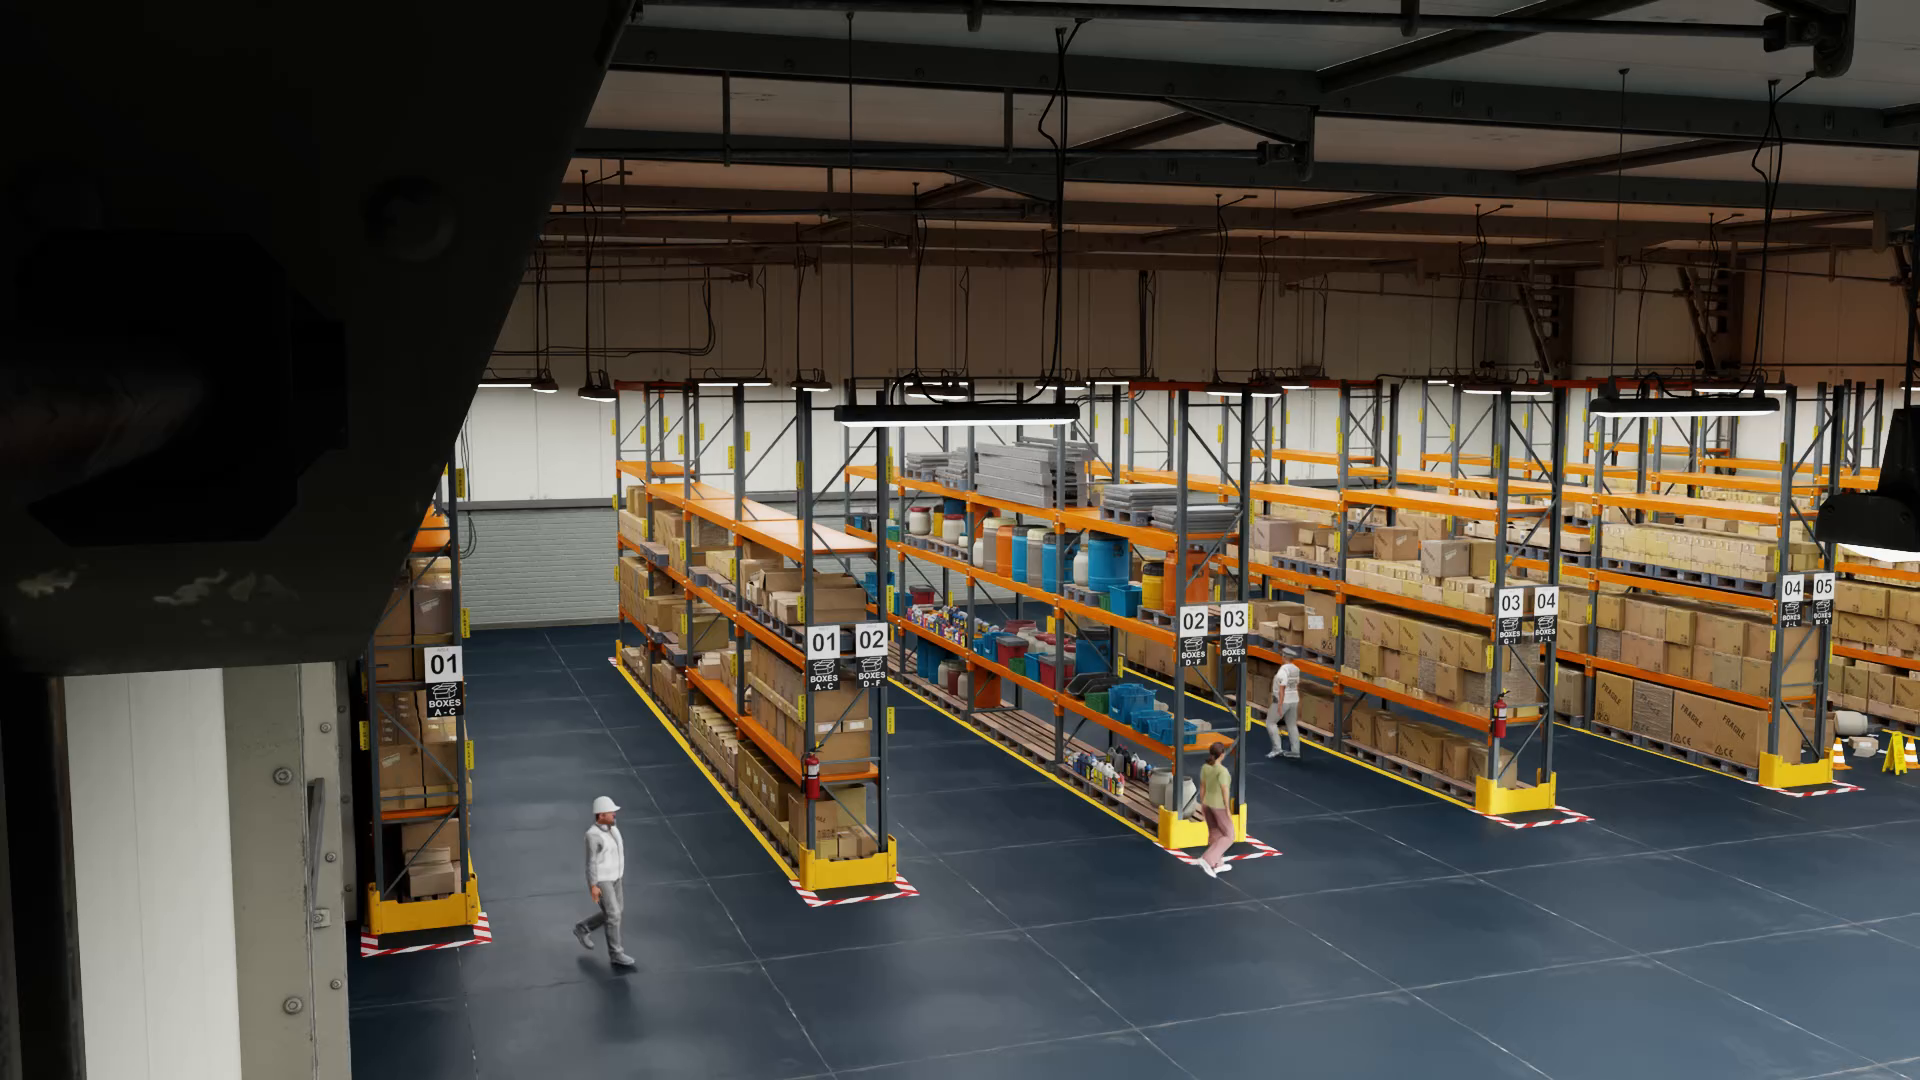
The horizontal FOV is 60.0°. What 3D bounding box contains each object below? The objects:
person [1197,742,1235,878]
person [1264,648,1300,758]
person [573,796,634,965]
[{"bbox_3d":[3.150,3.325,20.565,0.638,1.666,0.484,-4,7,-34],"label":"person"},{"bbox_3d":[5.260,2.646,26.795,0.640,1.790,0.524,-4,7,-34],"label":"person"},{"bbox_3d":[-3.782,3.582,17.676,0.800,1.753,0.585,2,6,15],"label":"person"}]
